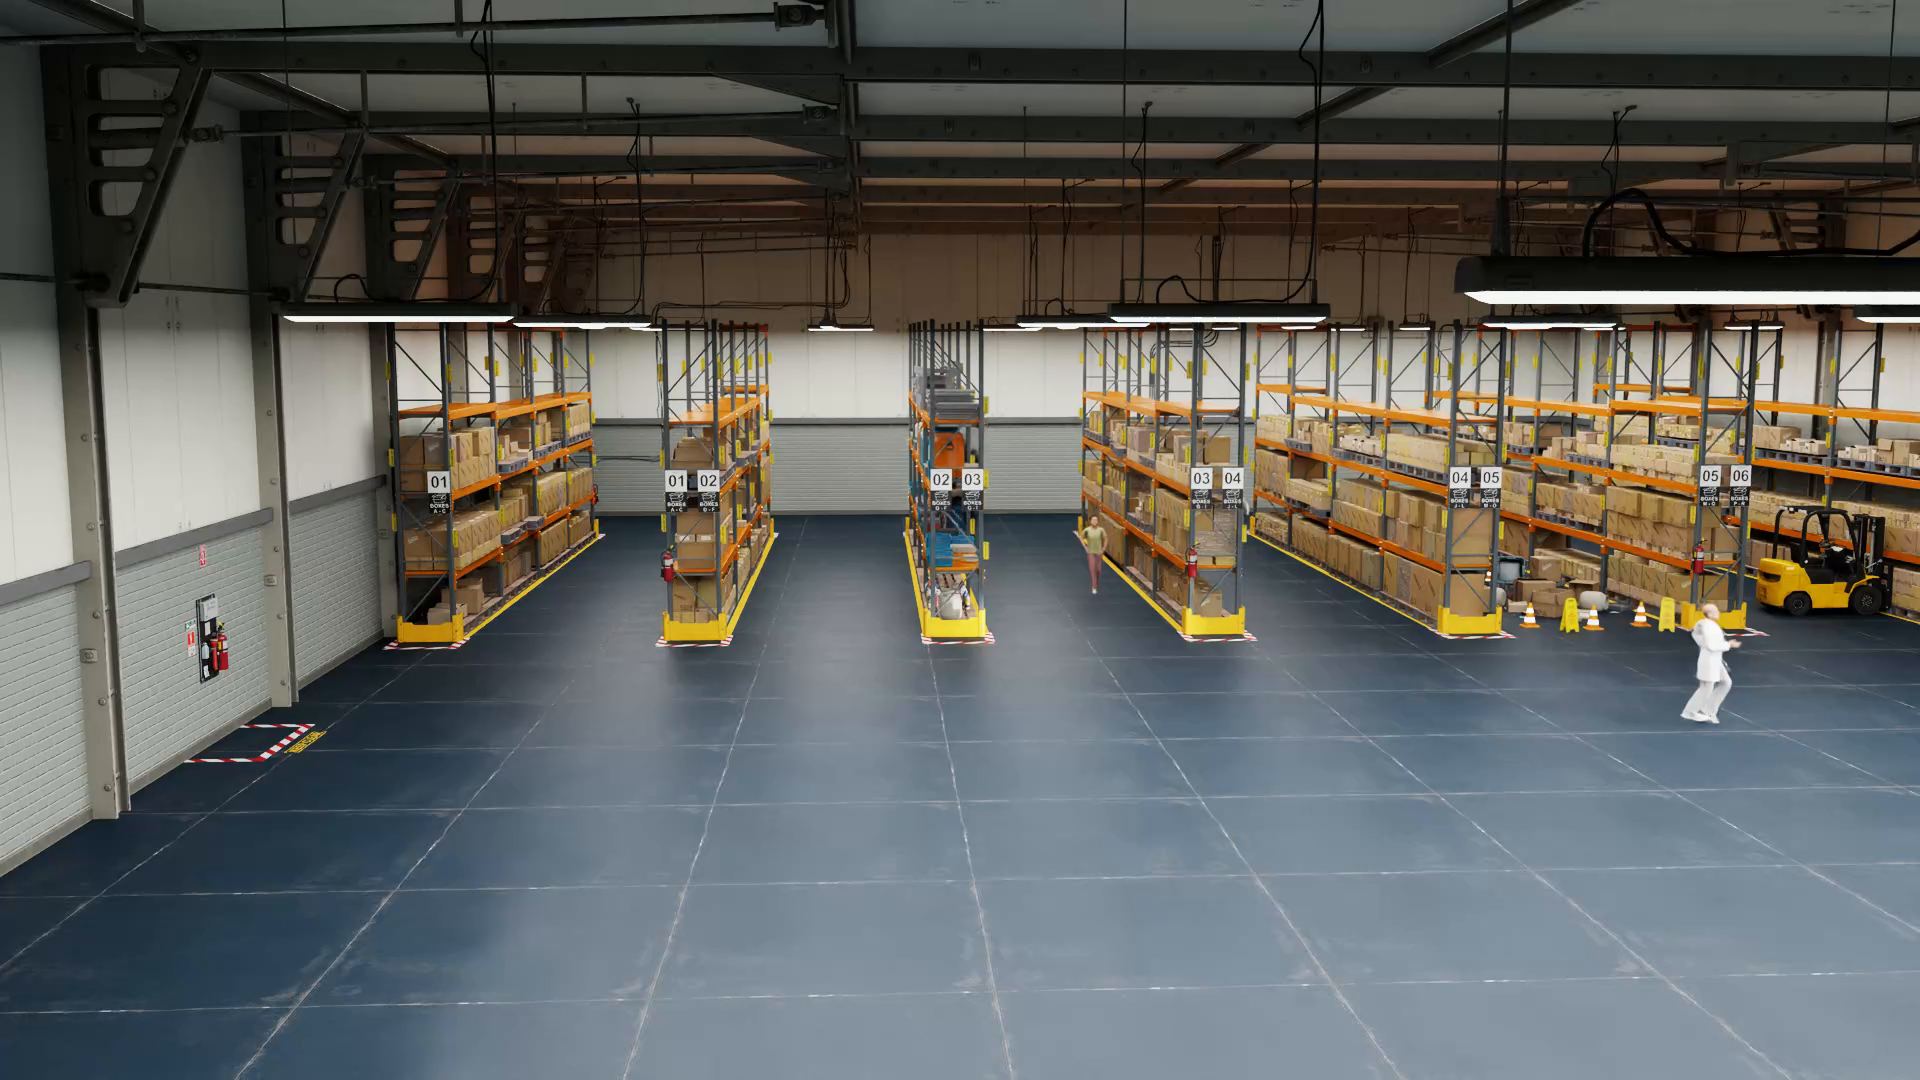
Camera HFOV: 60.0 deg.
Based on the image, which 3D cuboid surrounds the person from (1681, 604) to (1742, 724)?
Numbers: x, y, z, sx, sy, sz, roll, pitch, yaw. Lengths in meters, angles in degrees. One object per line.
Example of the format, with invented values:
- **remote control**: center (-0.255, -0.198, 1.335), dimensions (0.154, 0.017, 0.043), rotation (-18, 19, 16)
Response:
- **person**: center (11.062, 1.842, 24.452), dimensions (0.755, 1.811, 0.688), rotation (4, 8, 28)

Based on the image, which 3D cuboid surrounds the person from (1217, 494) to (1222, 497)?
- **person**: center (7.185, -0.827, 46.992), dimensions (0.578, 1.528, 0.478), rotation (0, 7, 3)

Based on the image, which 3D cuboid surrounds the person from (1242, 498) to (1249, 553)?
- **person**: center (7.374, -0.568, 44.105), dimensions (0.621, 1.695, 0.938), rotation (0, 7, 3)

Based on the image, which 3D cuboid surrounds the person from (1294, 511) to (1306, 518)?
- **person**: center (10.097, -1.170, 49.034), dimensions (0.720, 1.722, 0.597), rotation (-4, 8, -26)

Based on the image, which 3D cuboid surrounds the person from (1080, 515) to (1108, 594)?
- **person**: center (2.836, 0.281, 35.179), dimensions (0.598, 1.652, 0.634), rotation (0, 7, -2)
